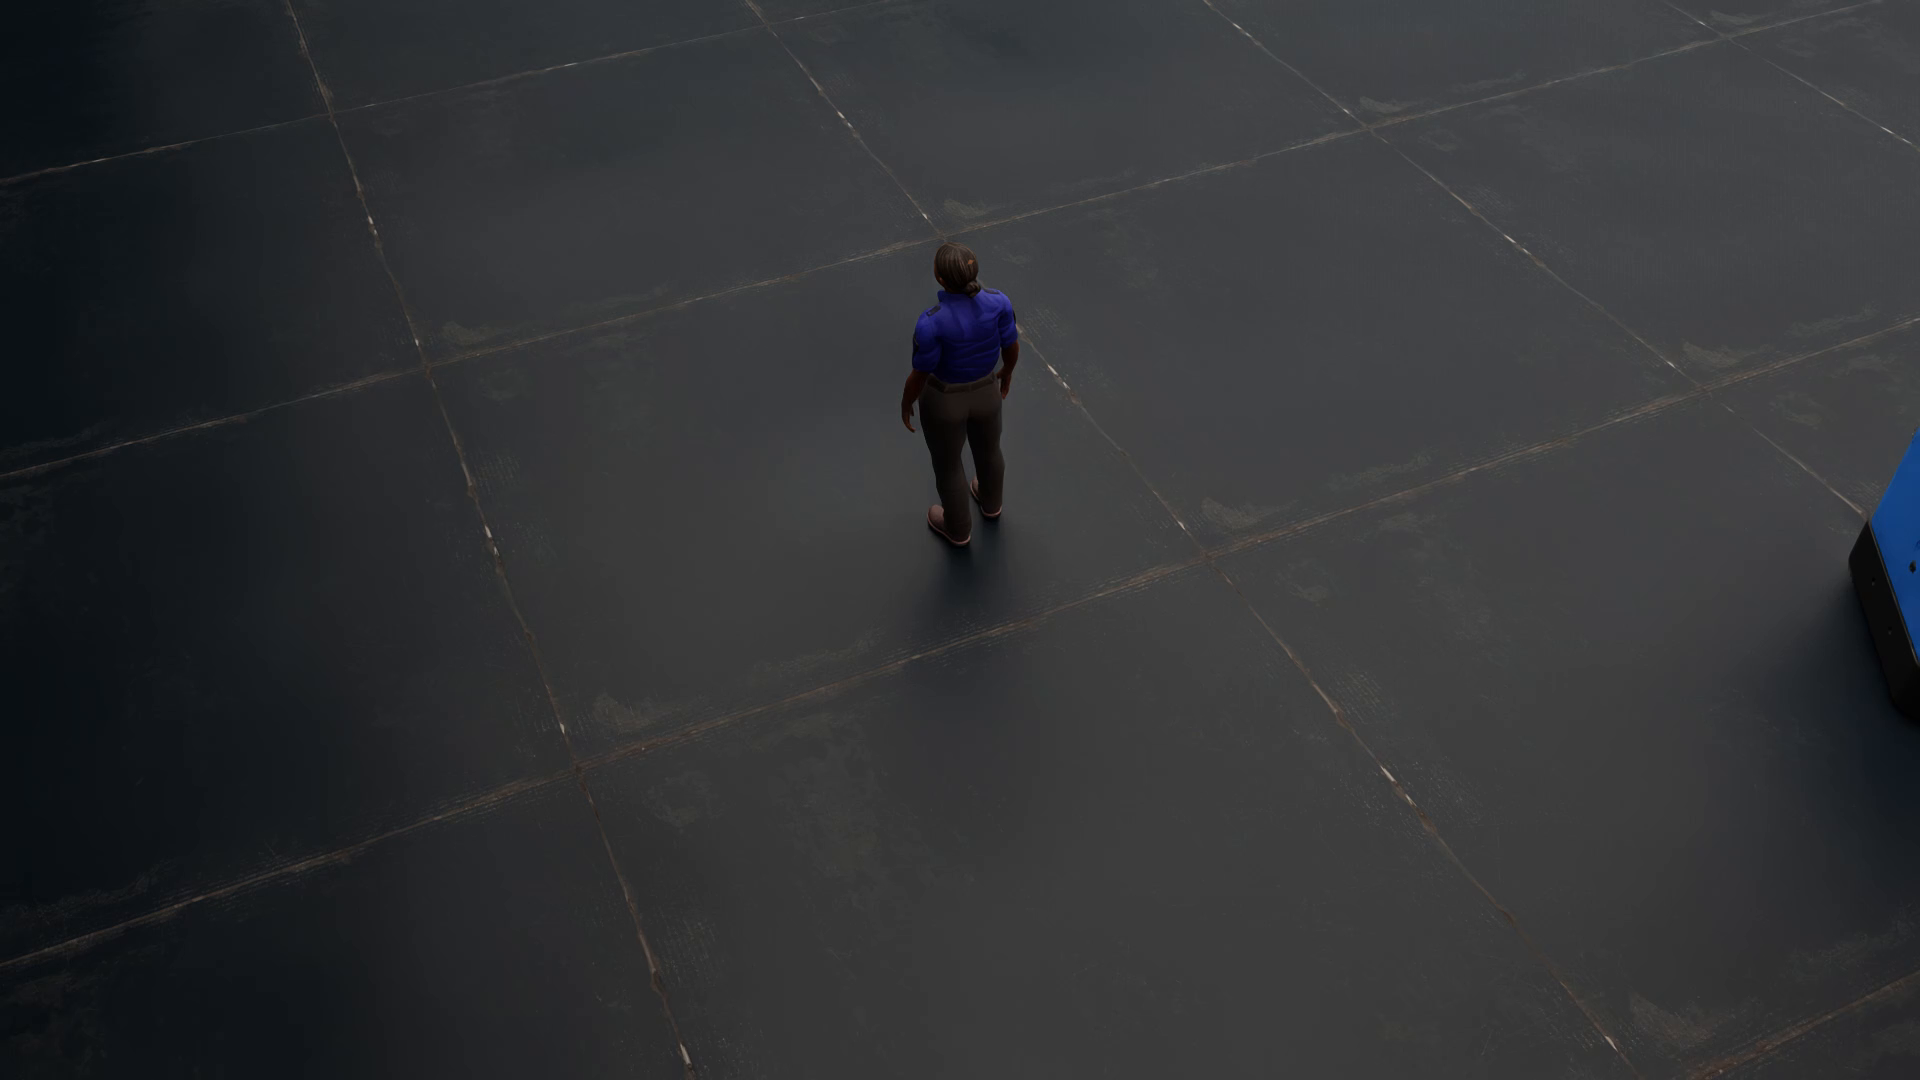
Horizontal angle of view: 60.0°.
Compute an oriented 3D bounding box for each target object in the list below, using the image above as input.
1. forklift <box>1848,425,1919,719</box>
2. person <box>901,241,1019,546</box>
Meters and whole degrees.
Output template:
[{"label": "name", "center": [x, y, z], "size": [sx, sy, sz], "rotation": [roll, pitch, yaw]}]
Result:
[{"label": "forklift", "center": [5.494, -0.463, 6.176], "size": [3.031, 2.935, 1.130], "rotation": [7, 43, 7]}, {"label": "person", "center": [-0.019, -0.670, 7.323], "size": [0.569, 1.654, 0.504], "rotation": [-18, 46, -18]}]
